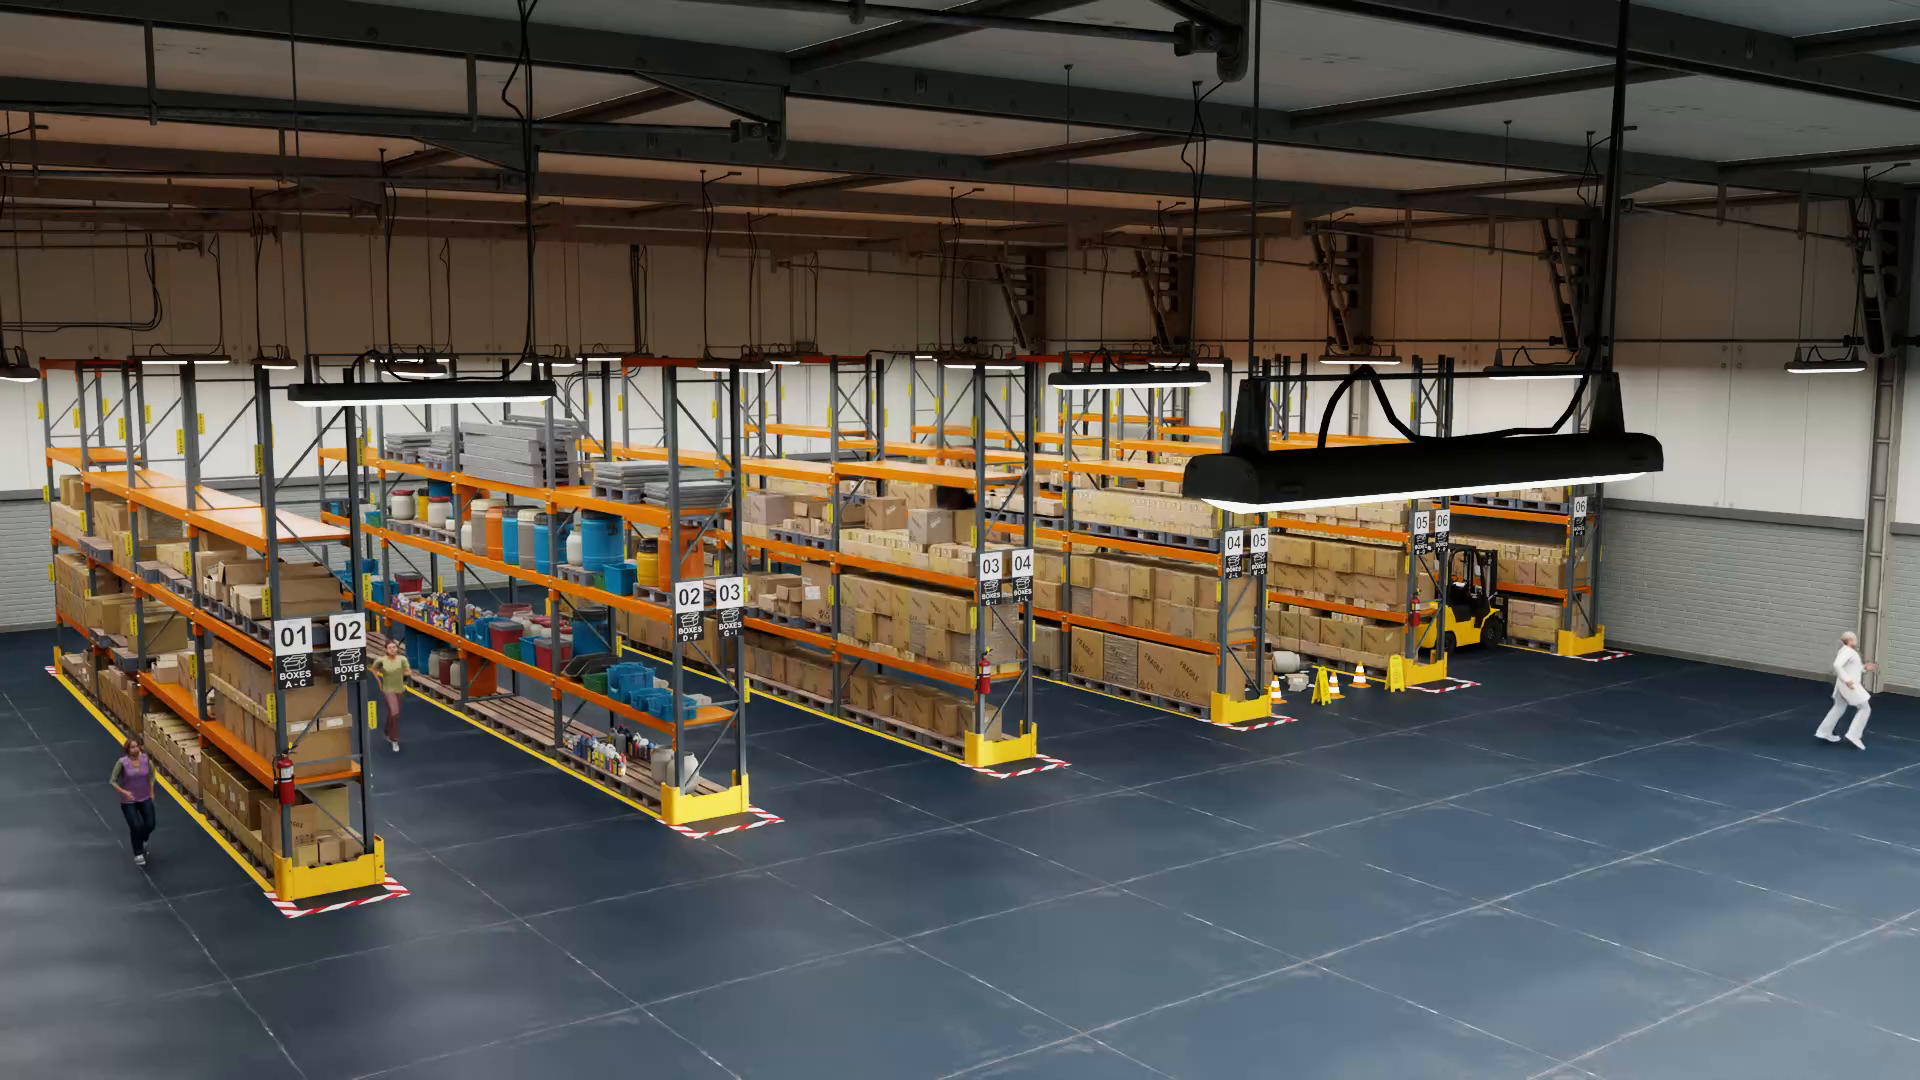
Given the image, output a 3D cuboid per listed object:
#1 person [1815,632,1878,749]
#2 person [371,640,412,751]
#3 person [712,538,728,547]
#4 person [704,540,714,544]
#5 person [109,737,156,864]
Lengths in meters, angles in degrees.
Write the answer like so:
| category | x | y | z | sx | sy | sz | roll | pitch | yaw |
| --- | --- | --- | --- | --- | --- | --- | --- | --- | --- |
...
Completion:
| category | x | y | z | sx | sy | sz | roll | pitch | yaw |
| --- | --- | --- | --- | --- | --- | --- | --- | --- | --- |
| person | 13.849 | 2.344 | 25.949 | 0.825 | 1.842 | 0.668 | 1 | 7 | 10 |
| person | -8.840 | 2.403 | 25.963 | 0.547 | 1.731 | 0.741 | -5 | 9 | -38 |
| person | -5.980 | 0.532 | 41.139 | 0.709 | 1.763 | 0.880 | 6 | 9 | 41 |
| person | -6.025 | 0.804 | 39.325 | 0.642 | 1.635 | 0.523 | -2 | 7 | -18 |
| person | -9.960 | 3.153 | 20.090 | 0.543 | 1.567 | 0.530 | -6 | 9 | -42 |
